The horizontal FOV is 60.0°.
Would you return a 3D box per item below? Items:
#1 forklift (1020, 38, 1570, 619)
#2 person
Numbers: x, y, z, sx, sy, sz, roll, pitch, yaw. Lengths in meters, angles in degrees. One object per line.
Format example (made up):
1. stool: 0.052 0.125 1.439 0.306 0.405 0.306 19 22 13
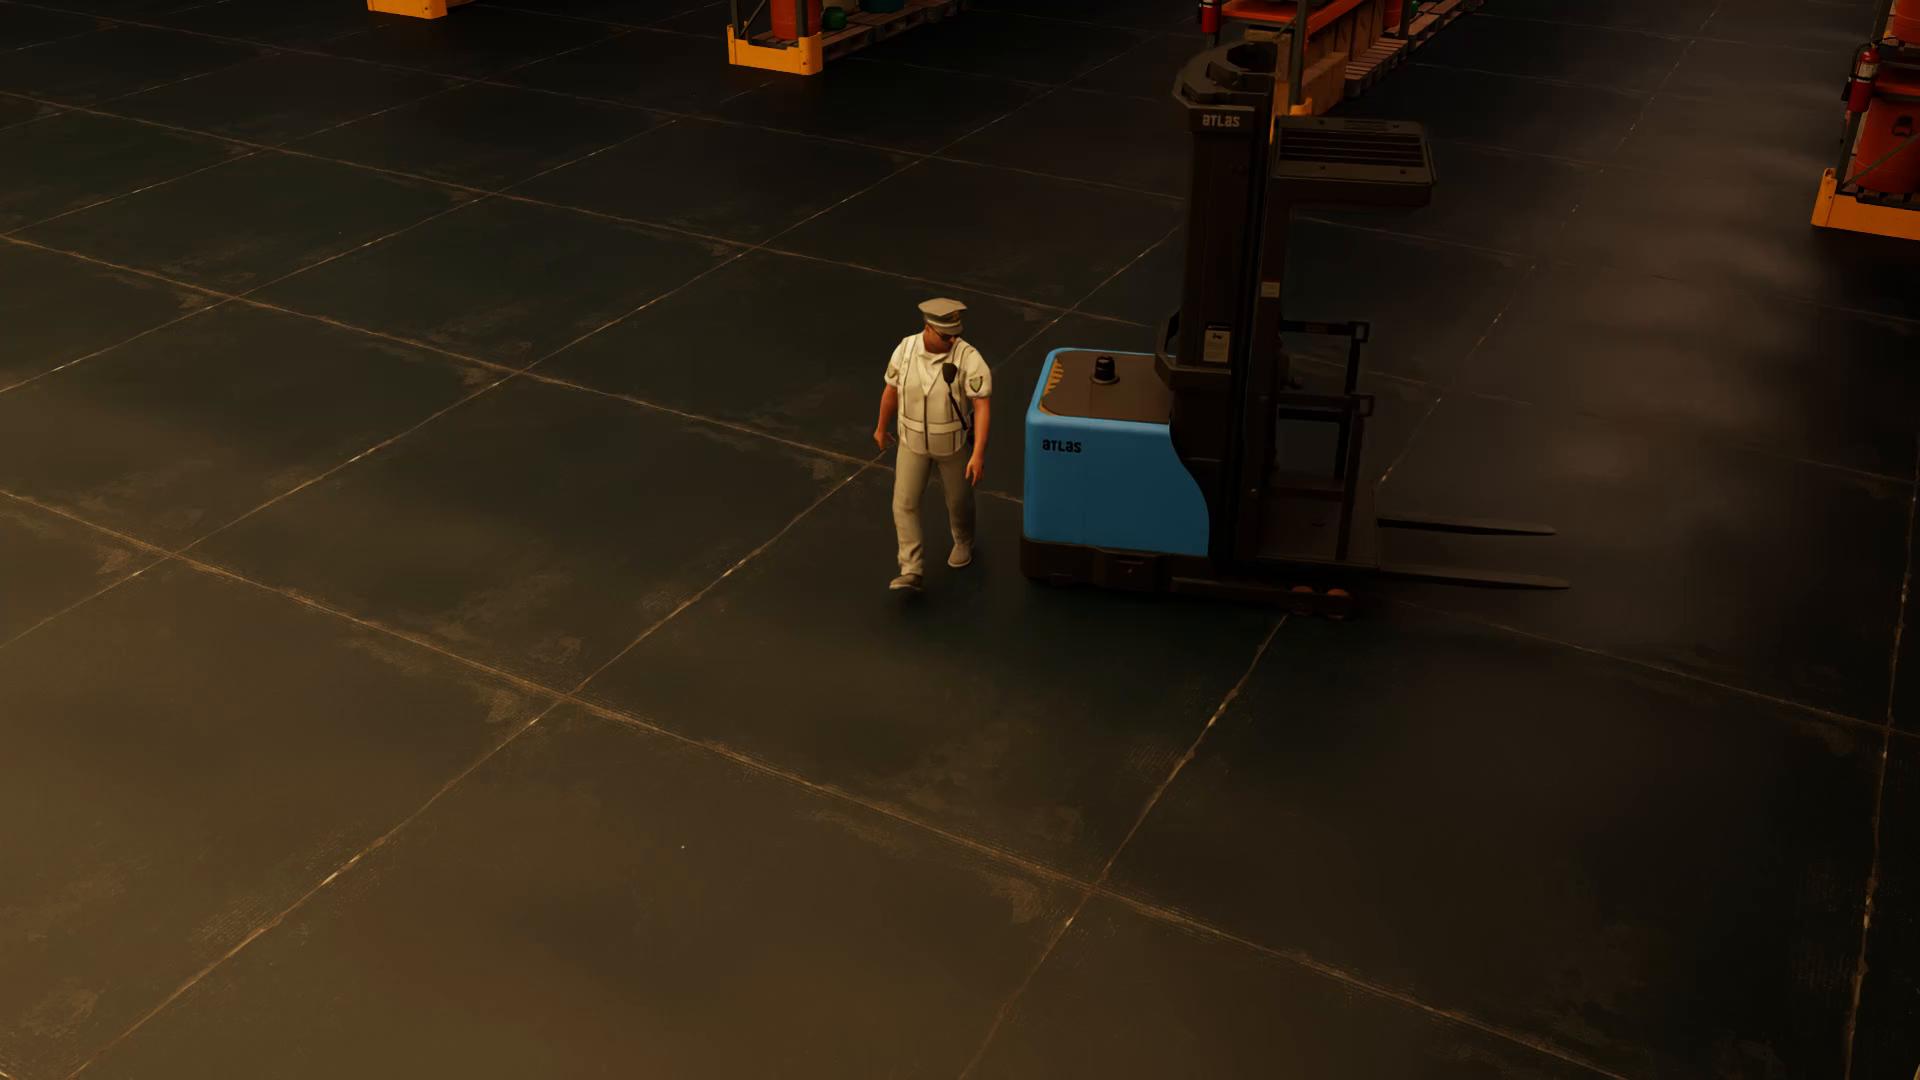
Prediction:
1. forklift: 1.912 -1.118 9.008 3.031 2.935 1.130 5 30 9
2. person: -0.184 -0.503 9.183 0.718 1.696 0.924 6 31 11
